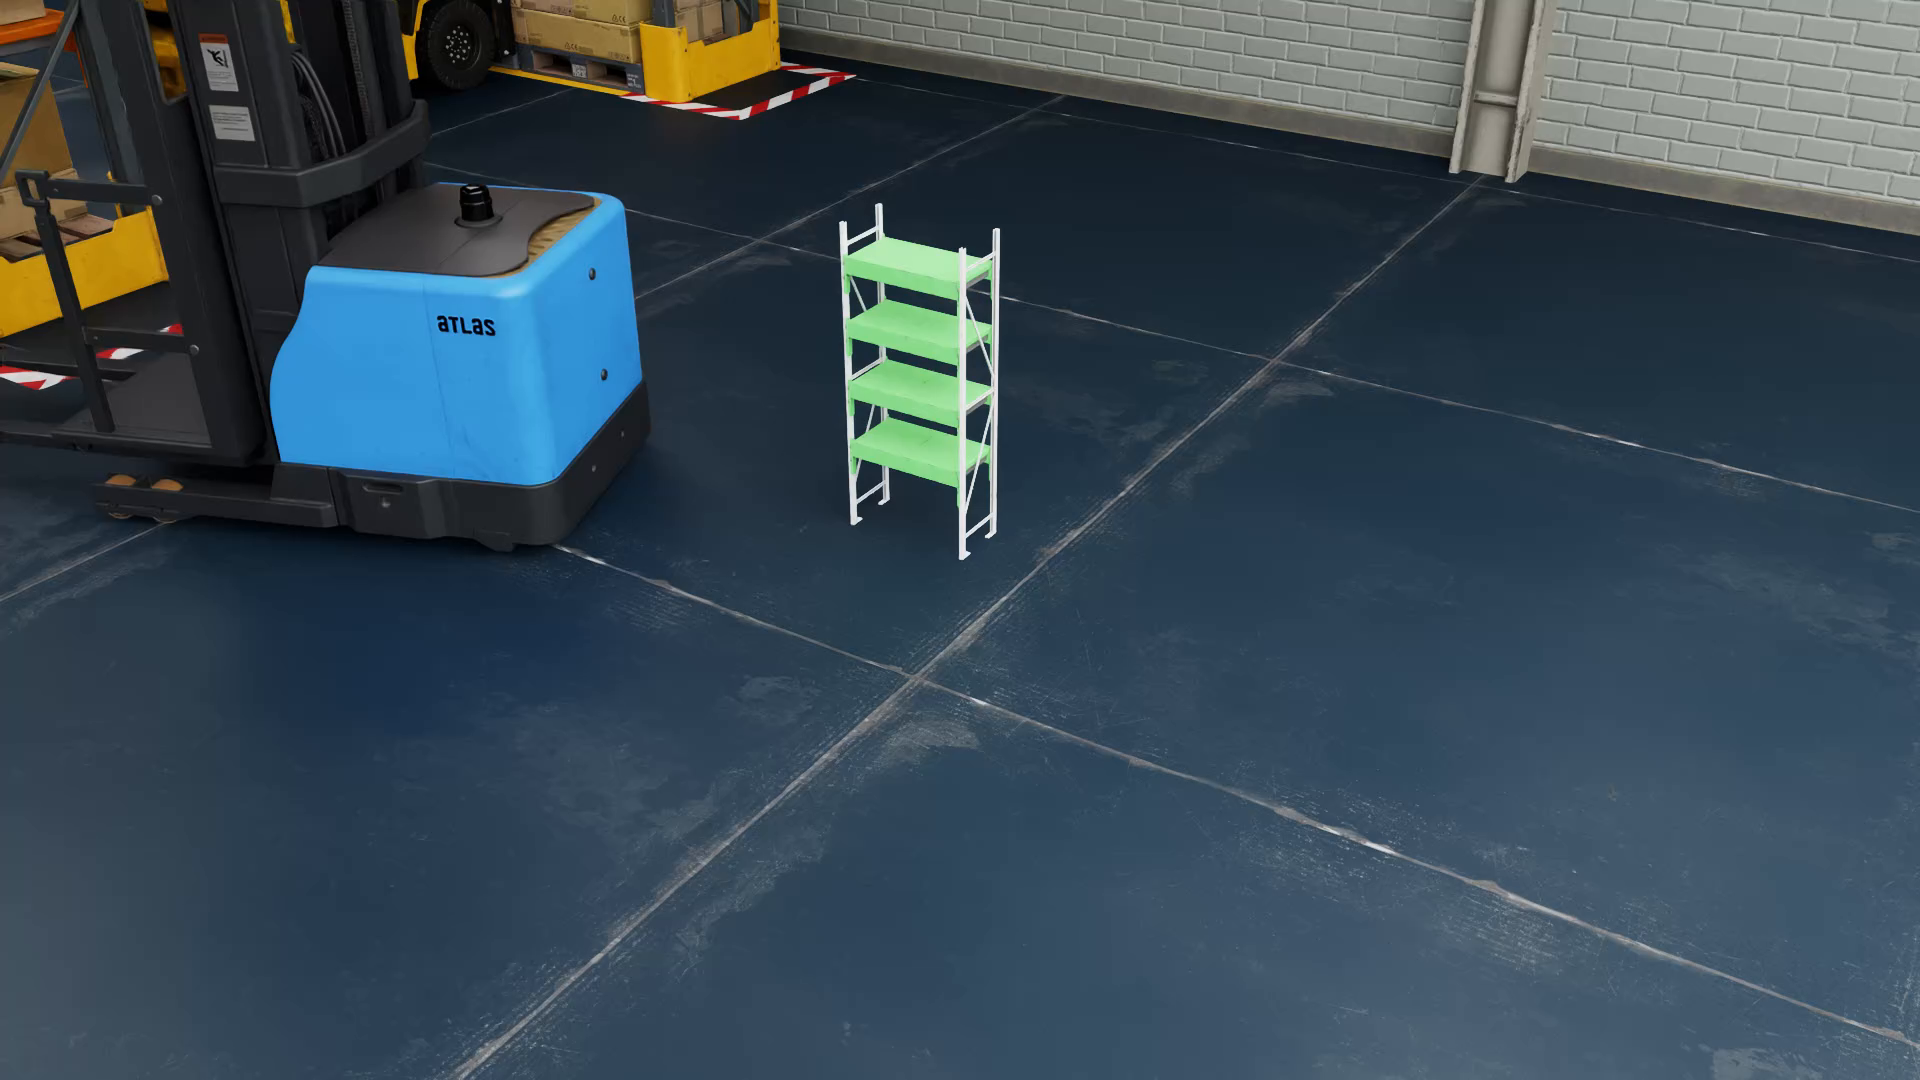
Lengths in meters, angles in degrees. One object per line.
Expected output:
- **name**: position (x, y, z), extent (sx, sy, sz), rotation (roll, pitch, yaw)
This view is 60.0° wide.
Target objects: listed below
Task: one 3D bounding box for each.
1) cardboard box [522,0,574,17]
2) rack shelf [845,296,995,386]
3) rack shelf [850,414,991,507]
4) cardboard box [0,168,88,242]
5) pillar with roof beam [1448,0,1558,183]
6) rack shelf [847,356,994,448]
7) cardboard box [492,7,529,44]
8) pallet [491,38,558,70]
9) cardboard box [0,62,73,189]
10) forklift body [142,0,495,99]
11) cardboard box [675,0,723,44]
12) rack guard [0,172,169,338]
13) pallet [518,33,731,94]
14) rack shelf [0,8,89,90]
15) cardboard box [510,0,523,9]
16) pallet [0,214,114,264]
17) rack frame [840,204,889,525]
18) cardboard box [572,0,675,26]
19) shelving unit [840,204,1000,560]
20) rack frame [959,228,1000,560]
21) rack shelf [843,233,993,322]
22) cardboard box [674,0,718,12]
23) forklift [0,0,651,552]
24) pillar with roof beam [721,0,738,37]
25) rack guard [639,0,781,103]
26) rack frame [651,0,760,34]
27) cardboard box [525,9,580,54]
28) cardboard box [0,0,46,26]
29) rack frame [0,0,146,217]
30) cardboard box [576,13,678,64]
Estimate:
- **cardboard box**: position (-2.763, -3.919, 11.807), extent (0.500, 0.250, 0.500), rotation (17, 34, 27)
- **rack shelf**: position (-0.140, -0.715, 5.935), extent (0.480, 0.148, 0.258), rotation (18, 35, 27)
- **rack shelf**: position (-0.140, -0.300, 6.177), extent (0.480, 0.148, 0.258), rotation (18, 35, 27)
- **cardboard box**: position (-4.937, -1.782, 8.639), extent (0.500, 0.250, 0.500), rotation (17, 34, 27)
- **pillar with roof beam**: position (0.918, -4.291, 4.675), extent (0.400, 9.000, 9.100), rotation (18, 35, 27)
- **rack shelf**: position (-0.140, -0.507, 6.056), extent (0.480, 0.148, 0.258), rotation (18, 35, 27)
- **cardboard box**: position (-3.166, -3.833, 12.156), extent (0.500, 0.250, 0.500), rotation (18, 35, 28)
- **pallet**: position (-3.464, -3.883, 12.697), extent (1.213, 0.211, 1.003), rotation (18, 35, 27)
- **cardboard box**: position (-4.957, -2.112, 8.461), extent (0.500, 0.500, 0.500), rotation (16, 34, 26)
- **forklift body**: position (-4.341, -3.936, 10.863), extent (1.214, 2.155, 2.313), rotation (18, 35, 27)
- **cardboard box**: position (-2.077, -3.782, 12.068), extent (0.500, 0.250, 0.500), rotation (18, 35, 28)
- **rack guard**: position (-4.465, -1.395, 8.144), extent (0.348, 0.500, 1.175), rotation (18, 35, 27)
- **pallet**: position (-2.435, -3.556, 12.136), extent (1.213, 0.211, 1.003), rotation (18, 35, 27)
- **rack shelf**: position (-6.095, -2.679, 8.579), extent (4.000, 0.370, 1.077), rotation (18, 35, 27)
- **cardboard box**: position (-3.211, -4.048, 12.028), extent (0.500, 0.250, 0.500), rotation (17, 34, 26)
- **pallet**: position (-5.134, -1.503, 8.616), extent (1.213, 0.211, 1.003), rotation (18, 35, 27)
- **rack frame**: position (-0.347, -0.628, 6.136), extent (0.015, 1.200, 0.240), rotation (18, 35, 27)
- **cardboard box**: position (-2.343, -3.780, 11.568), extent (0.500, 0.250, 0.500), rotation (17, 34, 27)
- **shelving unit**: position (-0.140, -0.563, 6.024), extent (0.503, 1.200, 0.258), rotation (18, 35, 27)
- **rack frame**: position (0.066, -0.497, 5.912), extent (0.015, 1.200, 0.240), rotation (18, 35, 27)
- **rack shelf**: position (-0.140, -0.922, 5.814), extent (0.480, 0.148, 0.258), rotation (18, 35, 27)
- **cardboard box**: position (-2.053, -3.998, 11.942), extent (0.500, 0.250, 0.500), rotation (18, 35, 28)
- **forklift**: position (-2.846, -1.582, 6.053), extent (3.031, 2.935, 1.130), rotation (6, 31, 10)
- **pillar with roof beam**: position (-4.164, -5.899, 7.431), extent (0.400, 9.000, 9.100), rotation (18, 35, 27)
- **rack guard**: position (-1.745, -3.487, 11.731), extent (0.348, 0.500, 1.175), rotation (18, 35, 27)
- **rack frame**: position (-1.765, -4.573, 11.113), extent (0.127, 3.000, 1.000), rotation (18, 35, 27)
- **cardboard box**: position (-2.747, -3.695, 11.920), extent (0.500, 0.250, 0.500), rotation (18, 35, 27)
- **cardboard box**: position (-4.578, -2.525, 7.850), extent (0.250, 0.149, 0.380), rotation (18, 35, 28)
- **rack frame**: position (-4.401, -2.454, 7.480), extent (0.127, 3.000, 1.000), rotation (18, 35, 27)
- **cardboard box**: position (-2.331, -3.558, 11.684), extent (0.500, 0.250, 0.500), rotation (18, 35, 28)
